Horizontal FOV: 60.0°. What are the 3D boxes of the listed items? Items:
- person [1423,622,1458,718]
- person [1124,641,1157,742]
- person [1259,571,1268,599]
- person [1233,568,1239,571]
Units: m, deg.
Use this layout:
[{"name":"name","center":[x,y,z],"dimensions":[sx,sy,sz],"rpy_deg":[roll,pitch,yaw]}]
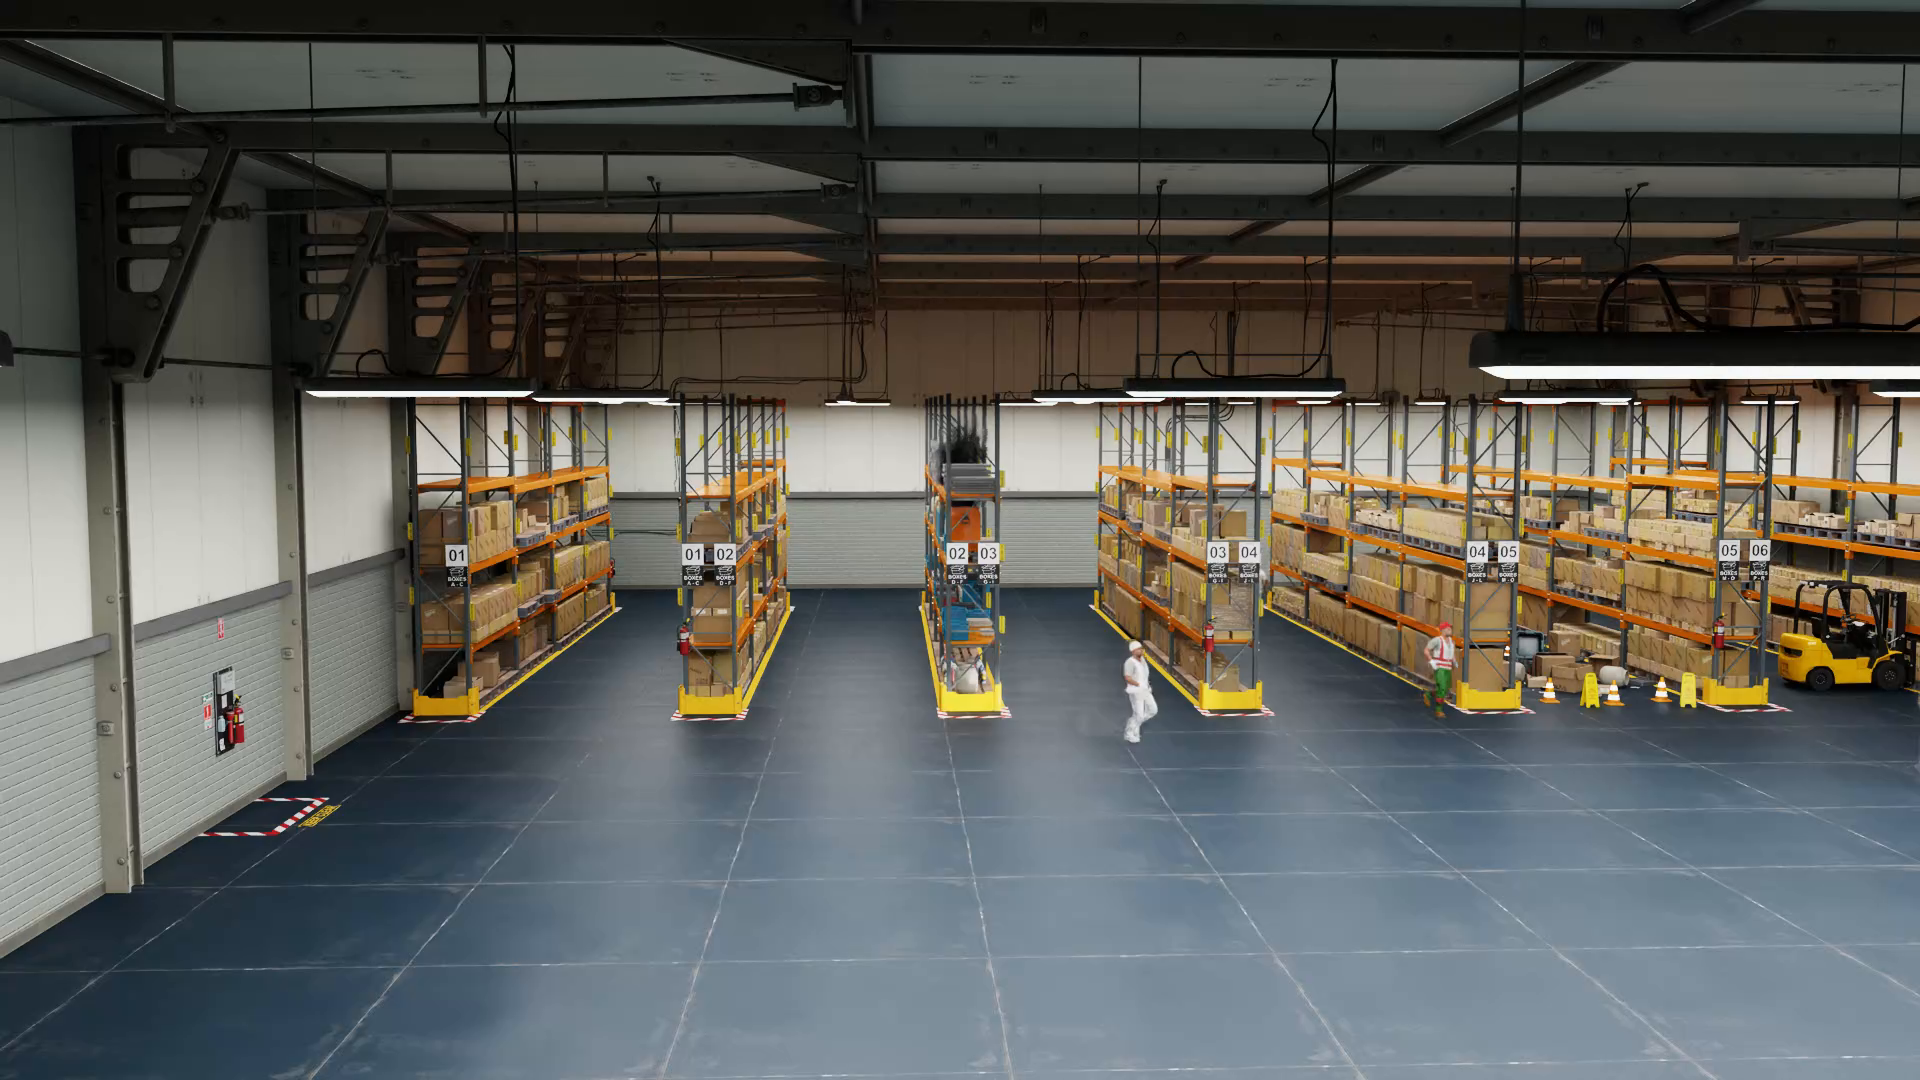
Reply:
[{"name":"person","center":[9.004,2.410,31.169],"dimensions":[0.705,1.755,0.735],"rpy_deg":[-2,5,-27]},{"name":"person","center":[3.093,2.595,28.535],"dimensions":[0.568,1.737,0.695],"rpy_deg":[3,5,33]},{"name":"person","center":[7.764,1.403,43.825],"dimensions":[0.708,1.724,0.517],"rpy_deg":[1,5,7]},{"name":"person","center":[7.969,1.051,48.555],"dimensions":[0.844,1.680,0.794],"rpy_deg":[4,6,41]}]
